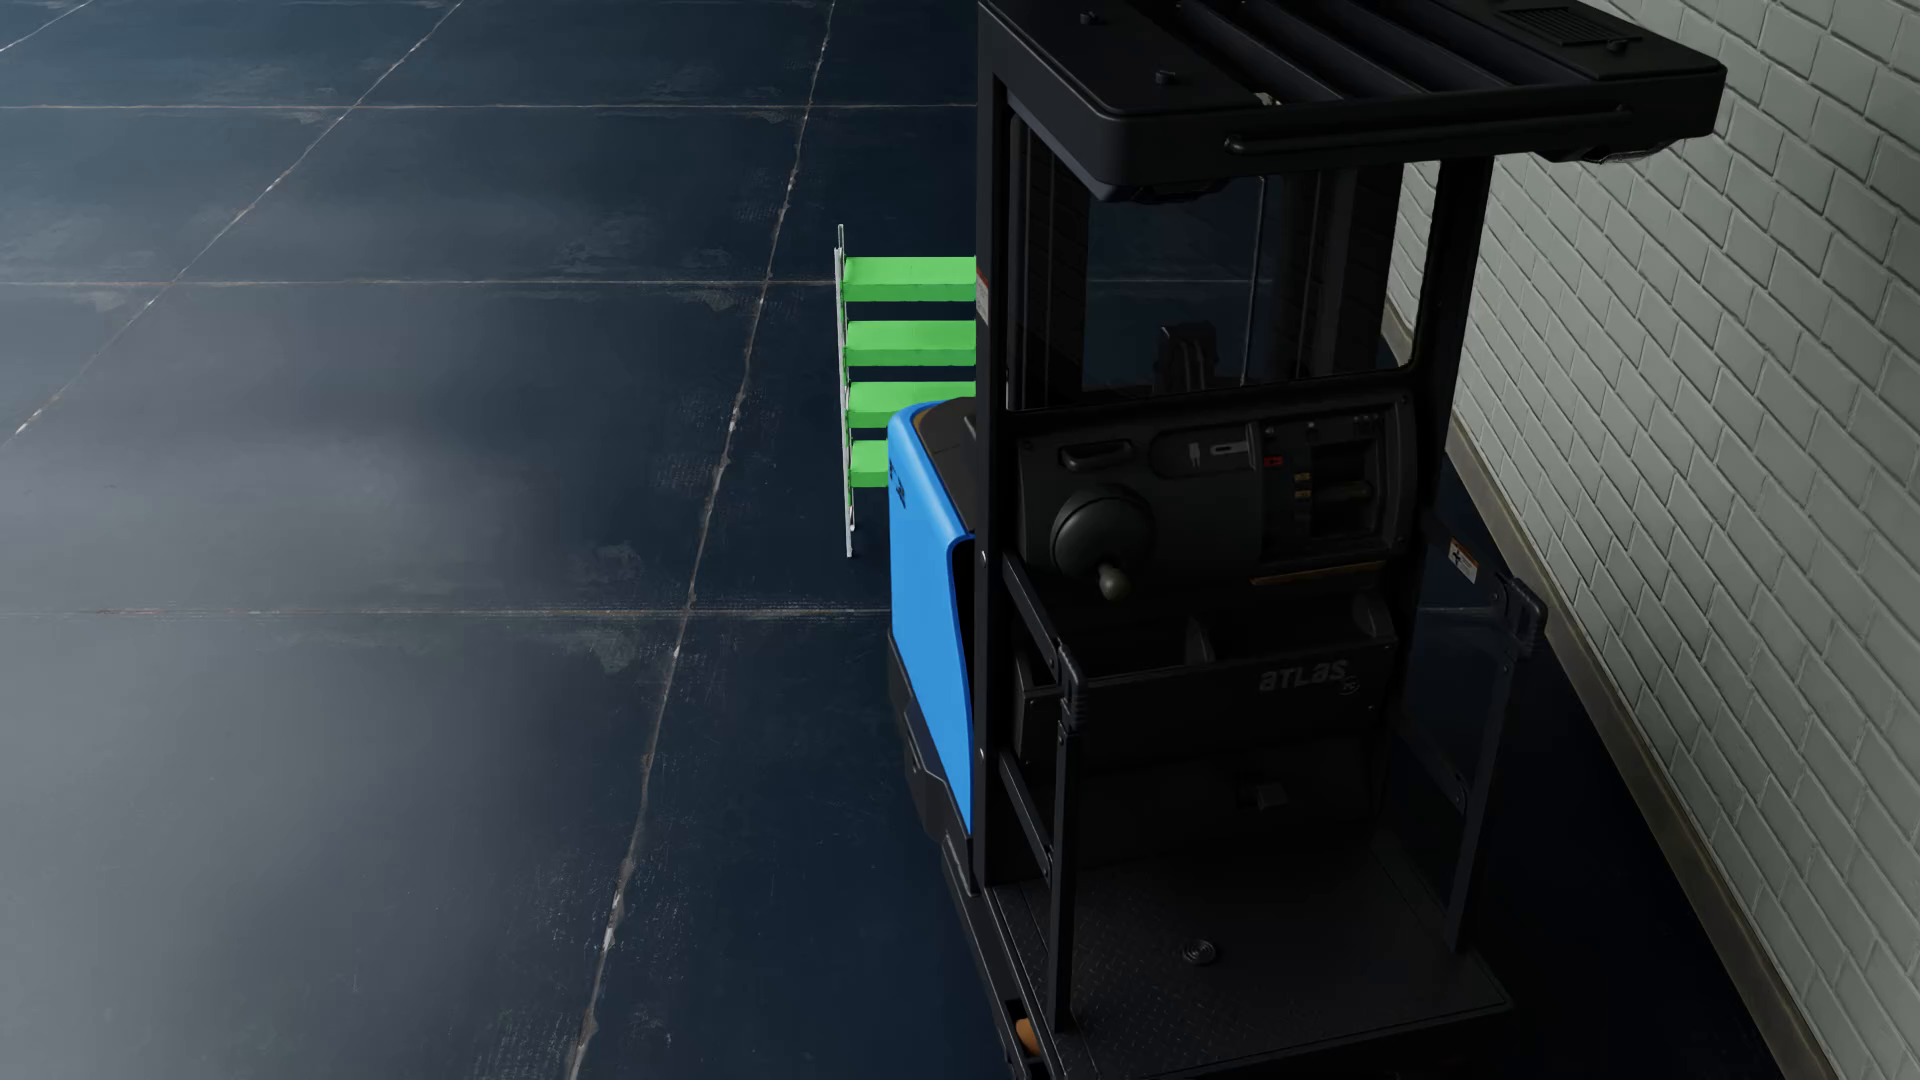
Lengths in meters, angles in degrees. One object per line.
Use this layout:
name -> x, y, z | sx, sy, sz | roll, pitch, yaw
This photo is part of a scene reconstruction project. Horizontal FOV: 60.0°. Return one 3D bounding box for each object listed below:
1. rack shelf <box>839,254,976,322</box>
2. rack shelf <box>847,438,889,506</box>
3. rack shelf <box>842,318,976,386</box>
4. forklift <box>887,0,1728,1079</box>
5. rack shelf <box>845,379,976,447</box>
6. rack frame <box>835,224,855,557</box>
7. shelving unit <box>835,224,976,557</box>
rack shelf -> -0.166, -0.868, 5.722 | 0.480, 0.148, 0.258 | 0, 31, 0
rack shelf -> -0.166, -0.253, 6.096 | 0.480, 0.148, 0.258 | 0, 31, 0
rack shelf -> -0.166, -0.663, 5.847 | 0.480, 0.148, 0.258 | 0, 31, 0
forklift -> 0.633, -0.049, 3.506 | 1.130, 2.935, 3.031 | -8, 32, -12
rack shelf -> -0.166, -0.458, 5.971 | 0.480, 0.148, 0.258 | 0, 31, 0
rack frame -> -0.410, -0.512, 5.937 | 0.015, 1.200, 0.240 | 0, 31, 0
shelving unit -> -0.166, -0.512, 5.938 | 0.503, 1.200, 0.258 | 0, 31, 0
